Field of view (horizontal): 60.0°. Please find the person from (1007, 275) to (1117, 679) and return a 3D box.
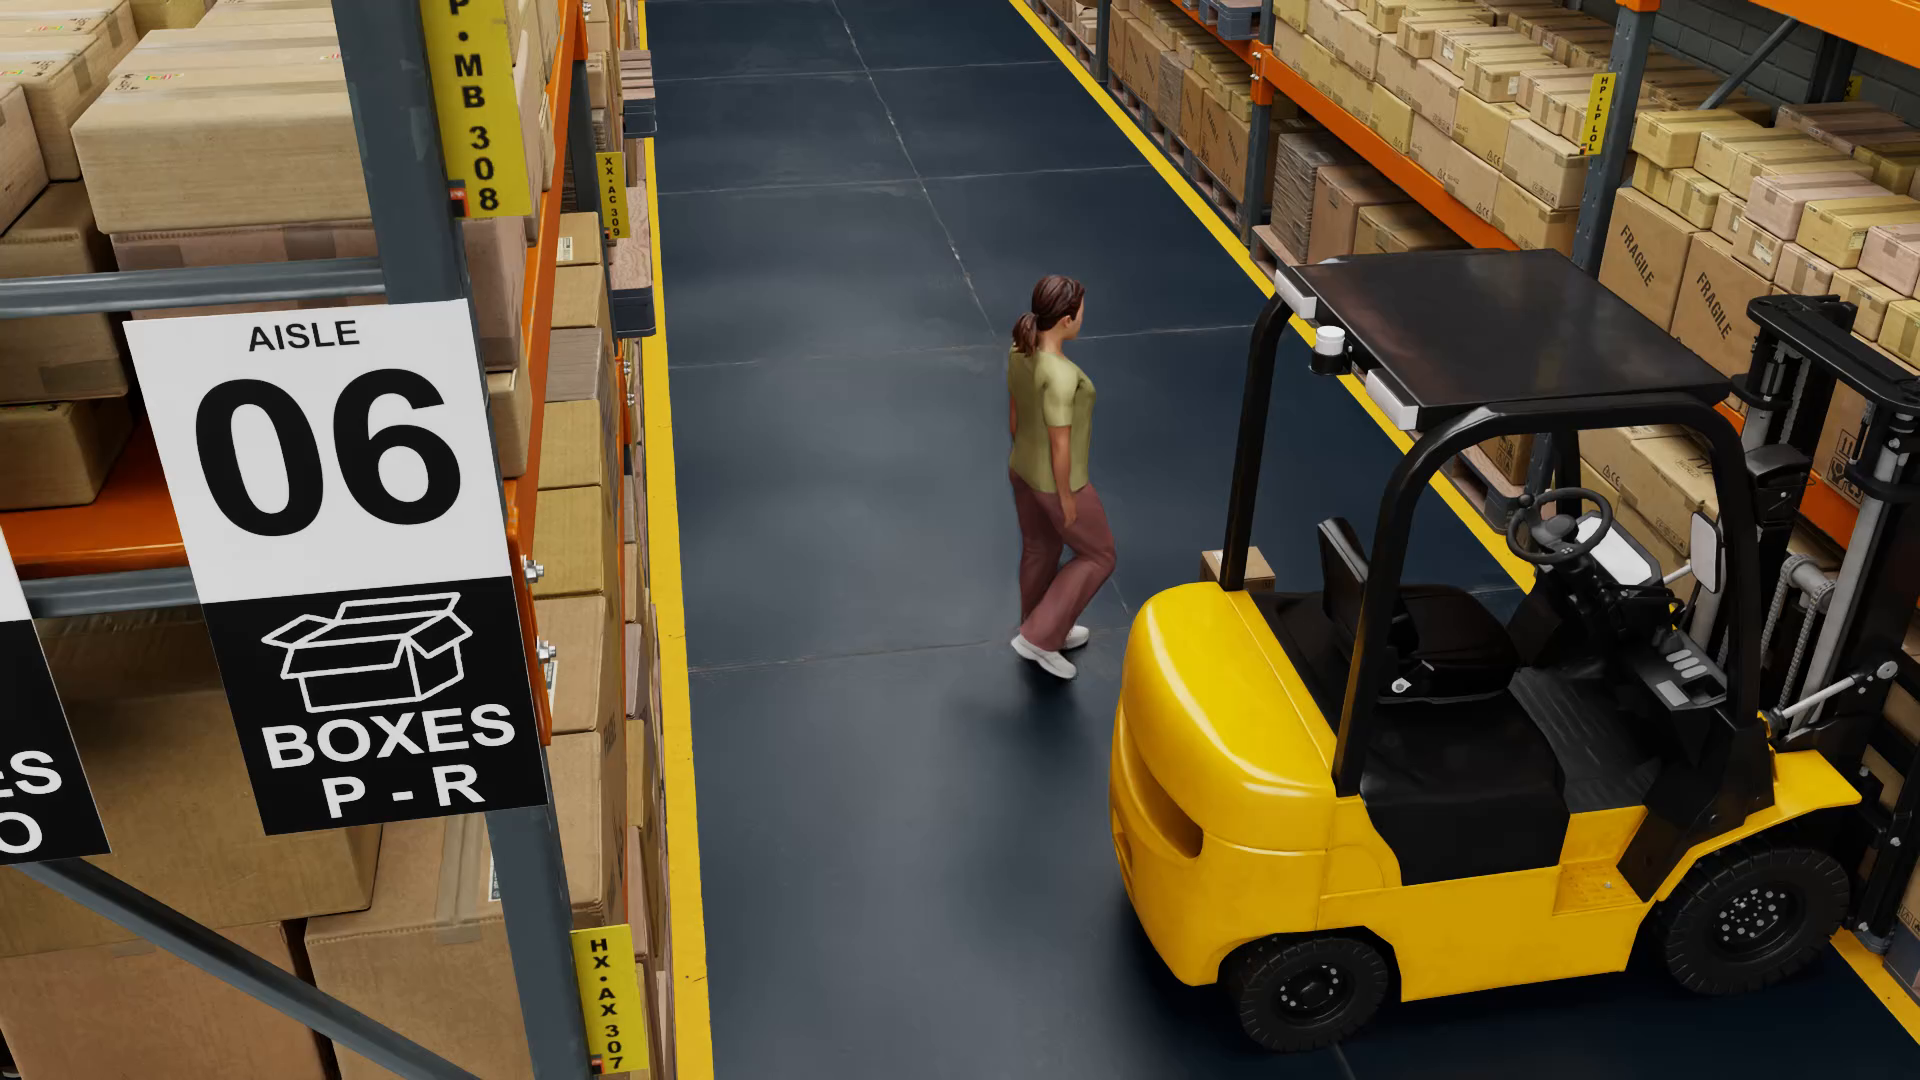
[{"bbox_3d":[0.356,-0.237,6.513,0.452,1.675,0.474,-15,34,-23],"label":"person"}]
